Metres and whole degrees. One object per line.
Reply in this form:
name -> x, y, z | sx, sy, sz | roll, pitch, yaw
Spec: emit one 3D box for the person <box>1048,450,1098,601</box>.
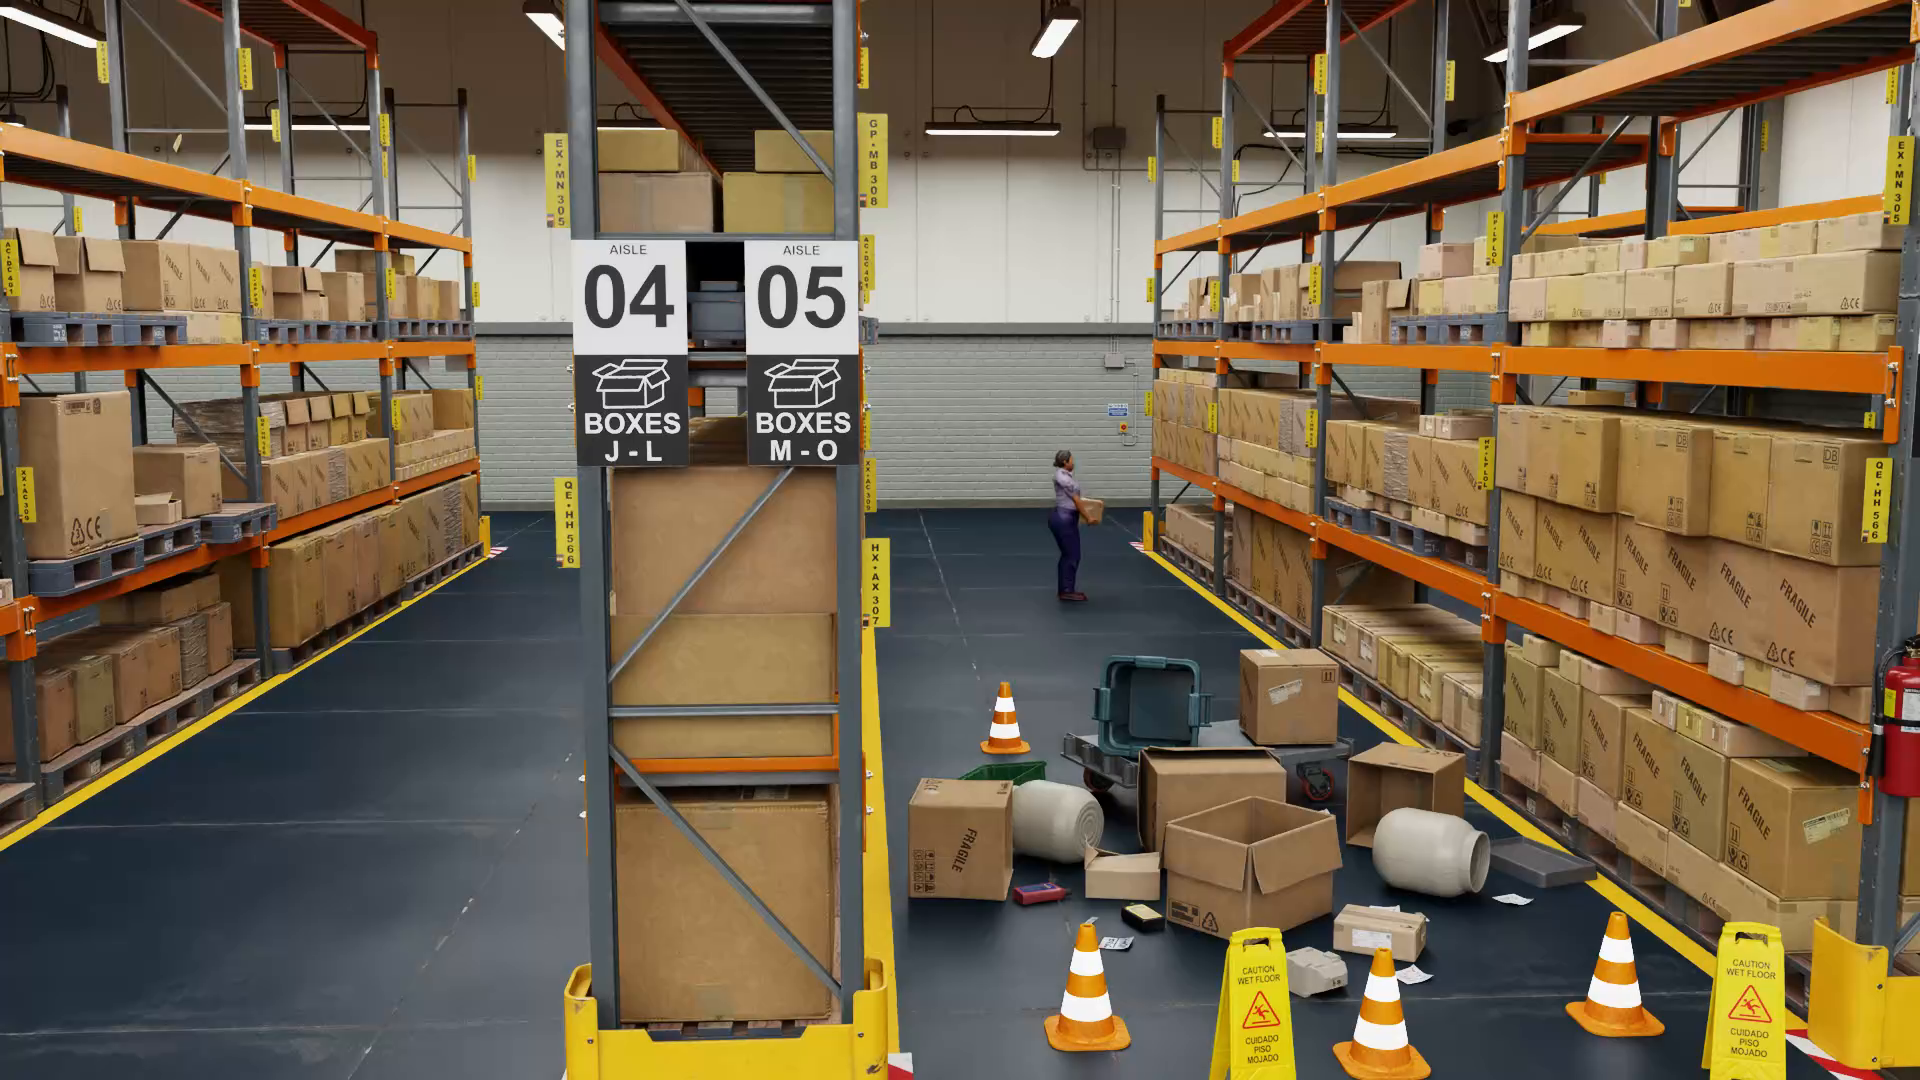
person -> 1.235, -0.171, 18.252 | 0.528, 1.647, 0.435 | -1, 7, -4
